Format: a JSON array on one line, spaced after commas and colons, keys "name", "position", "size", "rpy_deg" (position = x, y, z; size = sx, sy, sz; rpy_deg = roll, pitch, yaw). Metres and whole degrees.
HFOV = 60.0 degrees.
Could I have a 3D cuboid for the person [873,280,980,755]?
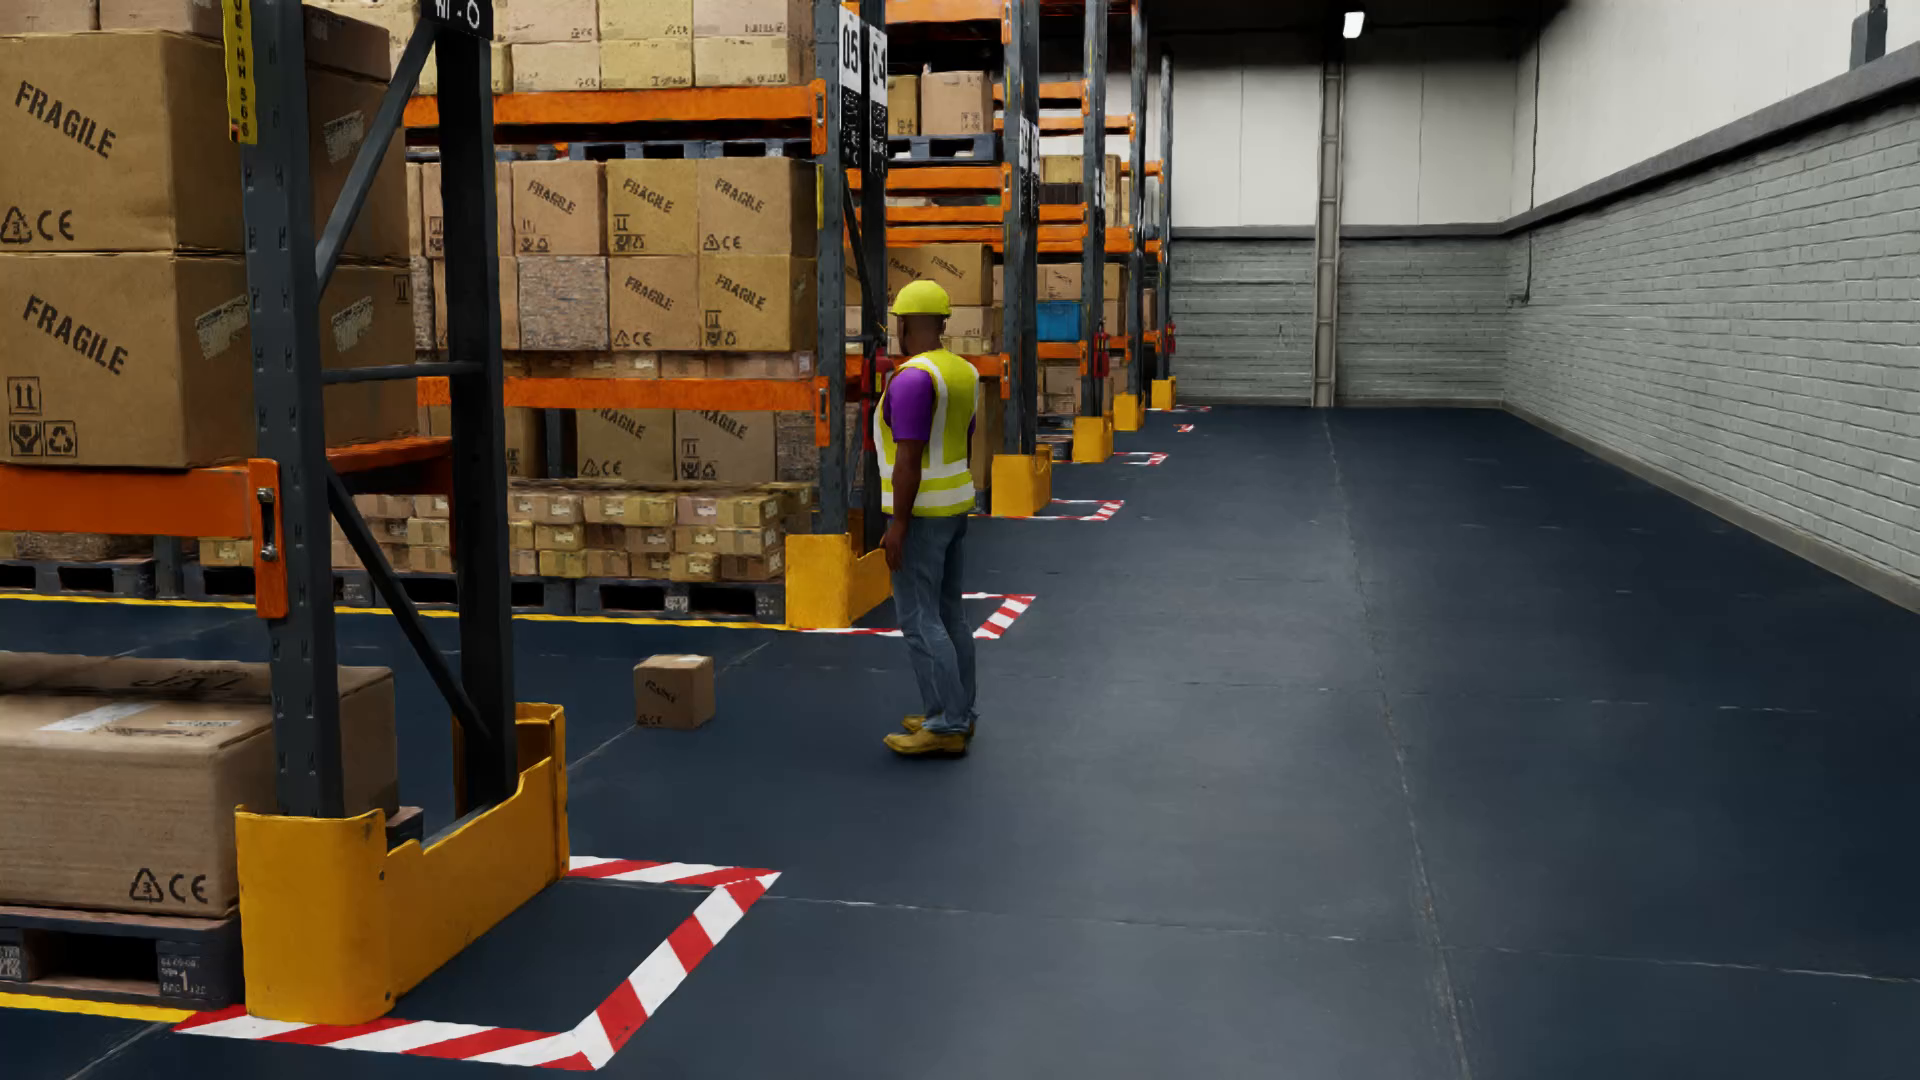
[{"name": "person", "position": [-0.109, -0.099, 6.326], "size": [0.392, 1.762, 0.609], "rpy_deg": [3, 8, 19]}]
